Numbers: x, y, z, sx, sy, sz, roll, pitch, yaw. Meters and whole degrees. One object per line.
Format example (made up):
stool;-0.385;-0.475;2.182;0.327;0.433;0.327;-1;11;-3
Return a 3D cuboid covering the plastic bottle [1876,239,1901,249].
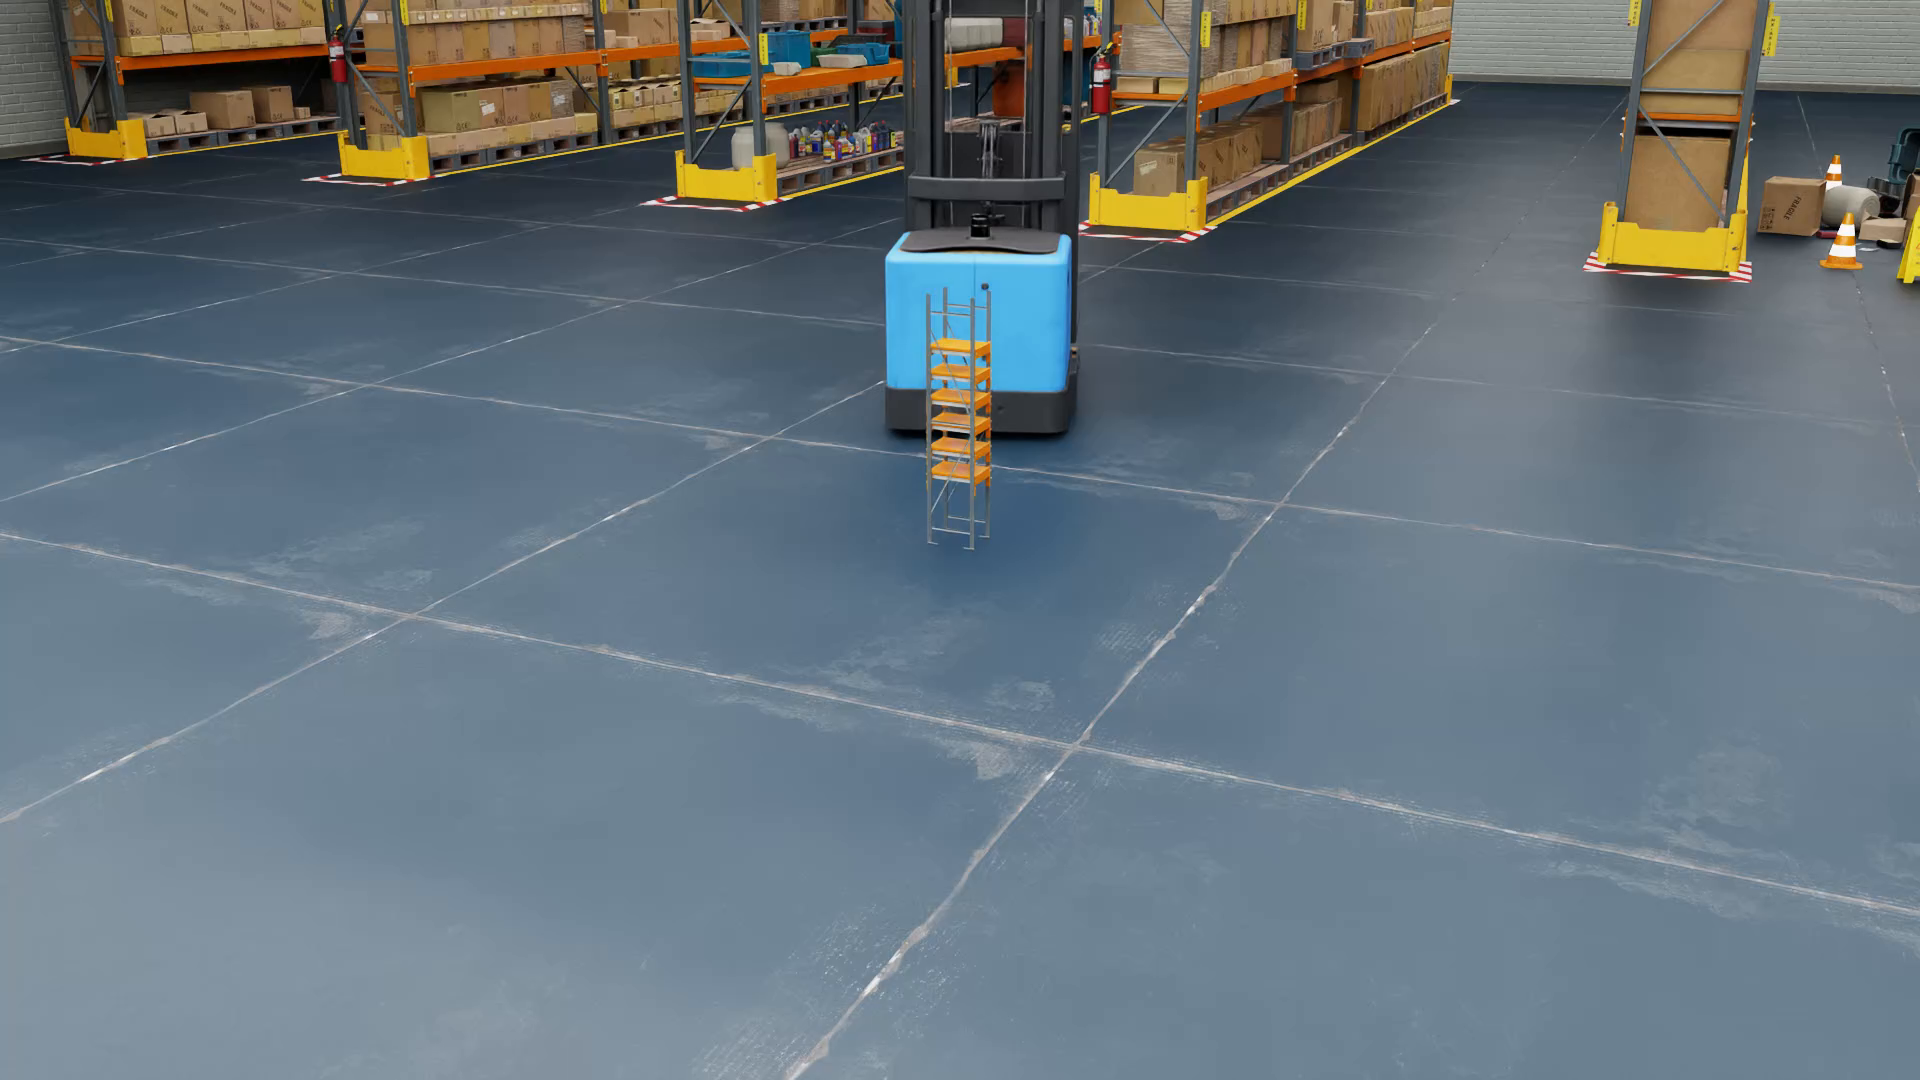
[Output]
plastic bottle;8.812;-2.820;15.808;0.133;0.061;0.283;1;20;4

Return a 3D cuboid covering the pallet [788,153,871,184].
pallet;-1.813;-4.626;20.660;1.003;0.211;1.213;9;21;23

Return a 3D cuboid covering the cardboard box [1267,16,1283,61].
cardboard box;3.276;-5.892;19.466;0.875;0.500;0.500;9;21;23

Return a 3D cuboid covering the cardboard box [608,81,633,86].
cardboard box;-5.201;-6.836;25.354;0.500;0.311;0.500;8;21;23

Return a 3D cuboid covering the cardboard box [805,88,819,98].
cardboard box;-2.806;-8.020;29.117;0.500;0.500;0.500;8;21;21

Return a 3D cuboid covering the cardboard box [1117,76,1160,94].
cardboard box;1.808;-4.608;16.824;0.380;0.149;0.250;9;21;23

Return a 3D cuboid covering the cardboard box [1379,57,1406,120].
cardboard box;6.184;-7.004;25.732;1.225;0.875;0.875;8;21;21

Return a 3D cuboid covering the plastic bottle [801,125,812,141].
plastic bottle;-1.962;-5.095;21.115;0.144;0.351;0.185;8;21;22

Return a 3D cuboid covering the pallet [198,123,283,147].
pallet;-10.781;-5.974;24.453;1.003;0.211;1.213;9;21;23

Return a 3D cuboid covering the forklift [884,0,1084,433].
forklift;0.220;-2.439;10.451;1.130;2.935;3.031;2;20;5

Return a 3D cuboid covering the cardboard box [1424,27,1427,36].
cardboard box;7.539;-8.447;27.619;0.380;0.149;0.250;8;21;21

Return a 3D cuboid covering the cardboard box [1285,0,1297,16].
cardboard box;3.584;-6.317;19.169;0.500;0.500;0.500;9;21;23

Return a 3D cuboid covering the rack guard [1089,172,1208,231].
rack guard;1.910;-3.456;16.942;1.175;0.500;0.348;9;21;23

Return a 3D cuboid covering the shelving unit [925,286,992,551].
shelving unit;-0.006;-0.561;7.755;0.258;1.200;0.189;9;21;23

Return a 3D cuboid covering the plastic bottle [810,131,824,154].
plastic bottle;-1.817;-5.047;21.092;0.152;0.276;0.135;9;21;23

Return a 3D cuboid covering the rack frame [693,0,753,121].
rack frame;-3.881;-8.417;27.159;1.000;3.000;0.127;9;21;23

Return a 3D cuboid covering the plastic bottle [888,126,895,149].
plastic bottle;-0.898;-5.248;21.647;0.061;0.283;0.133;10;22;25

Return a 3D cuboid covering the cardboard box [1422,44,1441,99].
cardboard box;7.869;-8.214;29.133;0.875;0.875;0.875;9;21;23

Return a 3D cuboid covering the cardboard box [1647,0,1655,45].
cardboard box;6.691;-4.768;15.063;0.875;0.550;0.550;9;21;23

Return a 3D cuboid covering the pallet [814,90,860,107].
pallet;-2.542;-8.072;30.351;1.003;0.211;1.213;9;21;23

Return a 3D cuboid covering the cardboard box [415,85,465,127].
cardboard box;-6.813;-5.739;21.988;0.500;0.500;0.500;9;21;23

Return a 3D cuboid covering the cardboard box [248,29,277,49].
cardboard box;-10.361;-7.318;24.263;0.500;0.250;0.500;8;21;22

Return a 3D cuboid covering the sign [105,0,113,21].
sign;-11.183;-6.983;21.836;0.100;0.325;0.005;9;21;23

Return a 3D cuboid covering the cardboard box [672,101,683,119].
cardboard box;-4.499;-6.656;25.684;0.500;0.250;0.500;9;21;24

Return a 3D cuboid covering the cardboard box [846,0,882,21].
cardboard box;-1.786;-9.805;30.914;0.500;0.500;0.500;9;22;24

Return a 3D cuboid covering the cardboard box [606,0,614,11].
cardboard box;-6.923;-10.182;31.499;0.500;0.500;0.500;9;21;23

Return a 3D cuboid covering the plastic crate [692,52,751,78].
plastic crate;-2.708;-5.414;18.939;0.499;0.251;0.616;9;21;23

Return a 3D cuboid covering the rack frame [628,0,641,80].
rack frame;-6.764;-10.318;32.506;1.000;3.000;0.127;9;21;23

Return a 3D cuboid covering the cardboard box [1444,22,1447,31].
cardboard box;8.376;-9.073;29.379;0.380;0.149;0.250;9;21;23

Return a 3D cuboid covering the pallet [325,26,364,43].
pallet;-9.594;-7.996;26.262;1.003;0.211;1.213;9;21;23

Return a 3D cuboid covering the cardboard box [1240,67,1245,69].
cardboard box;2.897;-5.087;18.170;0.380;0.149;0.250;9;21;23

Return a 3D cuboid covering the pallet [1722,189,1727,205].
pallet;7.618;-3.587;17.739;1.003;0.211;1.213;9;21;23

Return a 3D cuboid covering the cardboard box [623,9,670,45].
cardboard box;-4.769;-7.788;25.241;0.500;0.500;0.500;9;21;23

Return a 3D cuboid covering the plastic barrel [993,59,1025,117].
plastic barrel;0.821;-7.063;25.965;0.600;0.830;0.708;9;21;23

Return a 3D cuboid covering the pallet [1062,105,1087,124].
pallet;1.422;-7.041;27.451;1.003;0.211;1.213;9;21;23

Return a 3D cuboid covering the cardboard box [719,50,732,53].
cardboard box;-5.321;-10.333;35.652;0.700;0.500;0.500;9;21;23

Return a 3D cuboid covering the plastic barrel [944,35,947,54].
plastic barrel;-0.320;-6.832;22.908;0.301;0.262;0.301;0;20;0

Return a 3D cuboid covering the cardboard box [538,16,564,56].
cardboard box;-5.905;-6.943;22.864;0.700;0.500;0.500;8;21;22

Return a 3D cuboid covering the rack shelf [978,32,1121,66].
rack shelf;1.455;-8.008;27.085;1.077;0.370;4.000;9;21;23

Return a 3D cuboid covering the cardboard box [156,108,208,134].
cardboard box;-11.079;-5.964;23.618;0.500;0.311;0.500;11;22;27

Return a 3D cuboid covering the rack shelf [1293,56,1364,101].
rack shelf;4.336;-6.106;21.735;1.077;0.370;4.000;9;21;23

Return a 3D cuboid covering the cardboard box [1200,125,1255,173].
cardboard box;3.089;-4.561;19.420;0.500;0.500;0.500;17;26;40

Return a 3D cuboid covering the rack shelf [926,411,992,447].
rack shelf;-0.006;-0.519;7.770;0.258;0.103;0.180;9;21;23

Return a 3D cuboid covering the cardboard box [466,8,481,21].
cardboard box;-6.379;-6.730;21.299;0.380;0.149;0.250;8;21;21

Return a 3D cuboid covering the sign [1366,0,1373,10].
sign;5.654;-7.493;22.952;0.100;0.325;0.005;9;21;23

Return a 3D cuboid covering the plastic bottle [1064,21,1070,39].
plastic bottle;1.676;-8.189;26.705;0.152;0.276;0.135;9;21;23

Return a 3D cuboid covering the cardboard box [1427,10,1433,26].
cardboard box;7.640;-8.767;27.923;0.500;0.250;0.500;9;22;24

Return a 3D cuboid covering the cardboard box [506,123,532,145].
cardboard box;-6.119;-5.465;22.337;0.500;0.250;0.500;9;21;23

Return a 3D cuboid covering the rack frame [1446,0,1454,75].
rack frame;8.431;-9.502;30.211;1.000;3.000;0.127;9;21;23

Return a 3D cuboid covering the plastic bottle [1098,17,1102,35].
plastic bottle;2.355;-8.662;28.023;0.061;0.283;0.133;9;21;23

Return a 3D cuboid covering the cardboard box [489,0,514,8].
cardboard box;-6.311;-7.256;21.809;0.700;0.500;0.500;9;21;23

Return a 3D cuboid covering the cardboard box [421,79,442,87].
cardboard box;-9.144;-7.600;27.937;0.700;0.500;0.500;8;21;22

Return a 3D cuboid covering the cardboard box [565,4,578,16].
cardboard box;-5.538;-7.359;23.067;0.380;0.149;0.250;8;21;22

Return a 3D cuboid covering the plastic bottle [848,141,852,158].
plastic bottle;-1.391;-4.856;20.667;0.097;0.201;0.097;0;20;0

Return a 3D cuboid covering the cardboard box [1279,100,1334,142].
cardboard box;4.684;-5.707;22.614;0.700;0.500;0.500;7;21;18

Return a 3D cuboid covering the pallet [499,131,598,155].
pallet;-5.883;-5.643;23.521;1.003;0.211;1.213;9;21;23

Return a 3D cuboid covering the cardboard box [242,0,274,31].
cardboard box;-10.366;-7.672;24.139;0.500;0.500;0.500;8;21;21

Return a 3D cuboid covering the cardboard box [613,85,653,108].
cardboard box;-4.913;-6.605;24.705;0.500;0.311;0.500;8;21;22

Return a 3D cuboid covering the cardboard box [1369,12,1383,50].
cardboard box;5.811;-7.373;24.074;0.500;0.500;0.500;8;21;21

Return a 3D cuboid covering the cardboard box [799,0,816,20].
cardboard box;-2.910;-9.336;28.968;0.700;0.500;0.500;3;20;9
